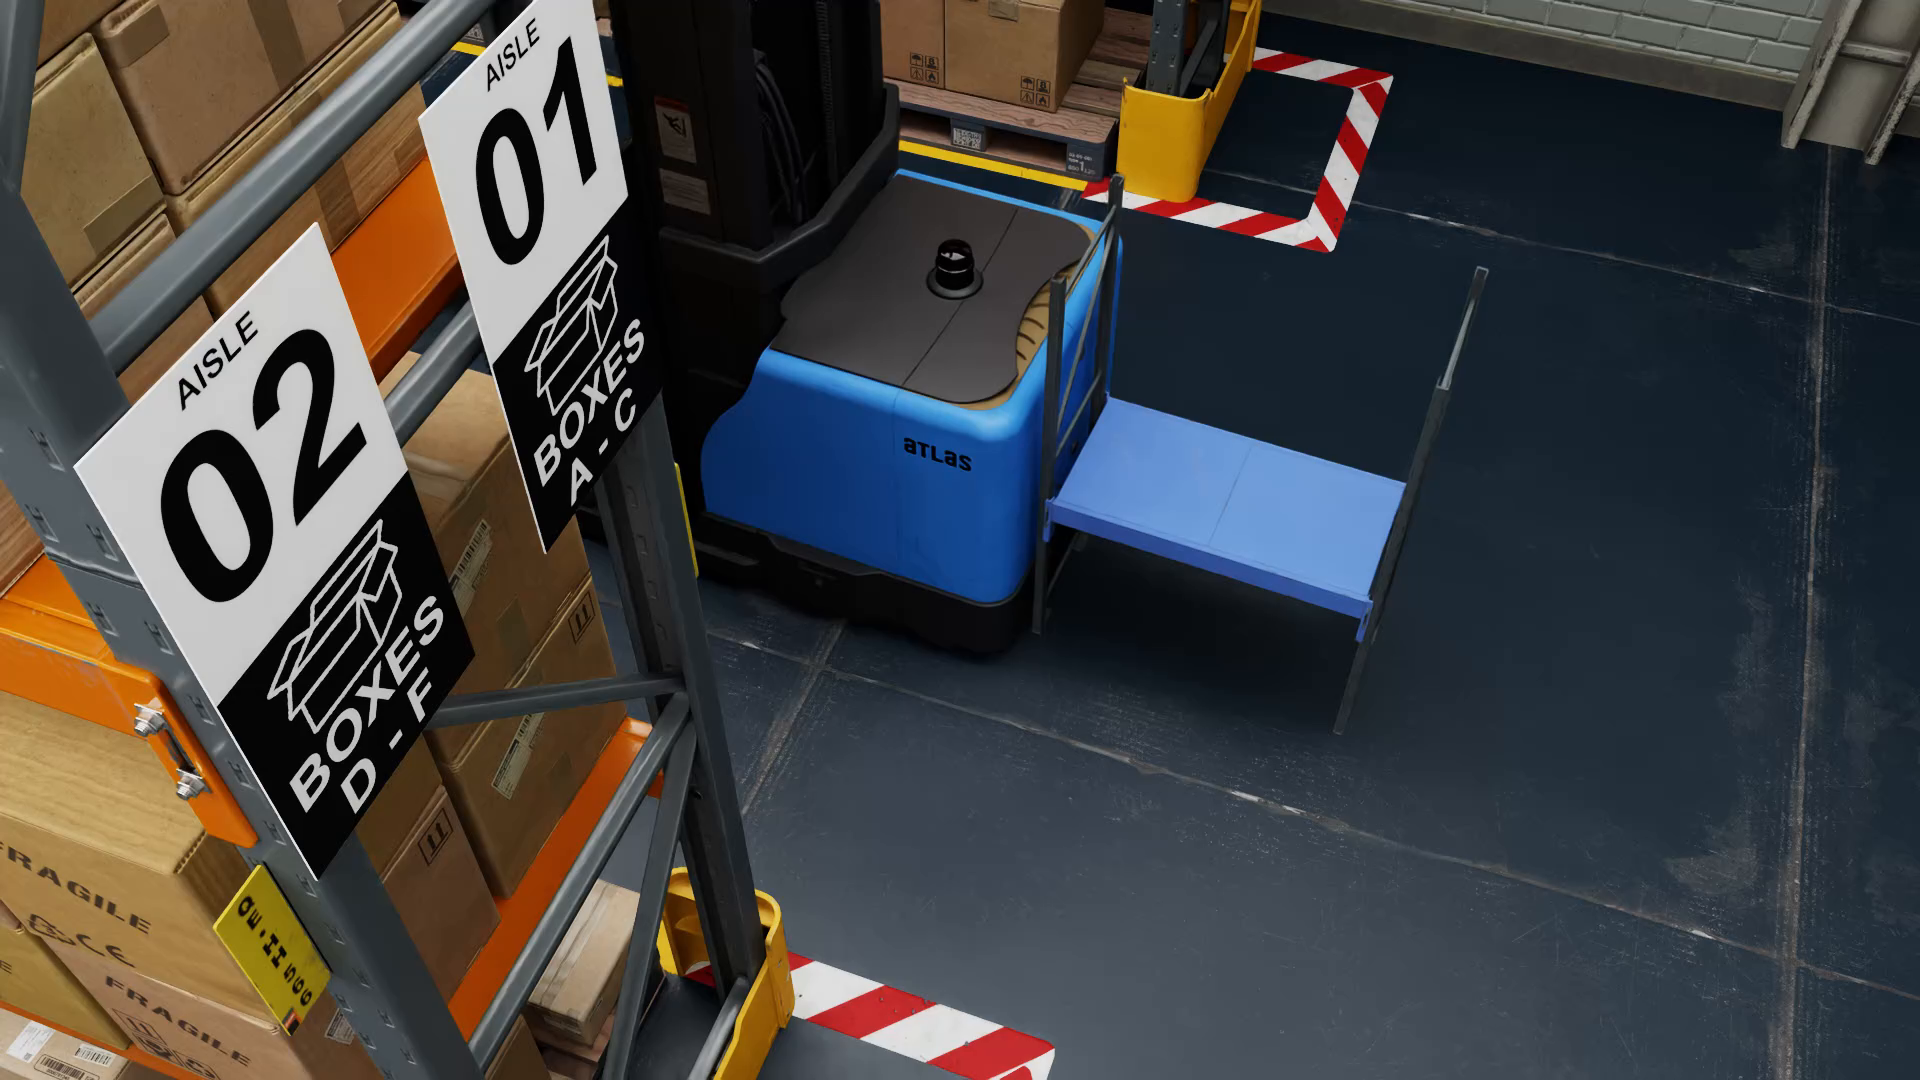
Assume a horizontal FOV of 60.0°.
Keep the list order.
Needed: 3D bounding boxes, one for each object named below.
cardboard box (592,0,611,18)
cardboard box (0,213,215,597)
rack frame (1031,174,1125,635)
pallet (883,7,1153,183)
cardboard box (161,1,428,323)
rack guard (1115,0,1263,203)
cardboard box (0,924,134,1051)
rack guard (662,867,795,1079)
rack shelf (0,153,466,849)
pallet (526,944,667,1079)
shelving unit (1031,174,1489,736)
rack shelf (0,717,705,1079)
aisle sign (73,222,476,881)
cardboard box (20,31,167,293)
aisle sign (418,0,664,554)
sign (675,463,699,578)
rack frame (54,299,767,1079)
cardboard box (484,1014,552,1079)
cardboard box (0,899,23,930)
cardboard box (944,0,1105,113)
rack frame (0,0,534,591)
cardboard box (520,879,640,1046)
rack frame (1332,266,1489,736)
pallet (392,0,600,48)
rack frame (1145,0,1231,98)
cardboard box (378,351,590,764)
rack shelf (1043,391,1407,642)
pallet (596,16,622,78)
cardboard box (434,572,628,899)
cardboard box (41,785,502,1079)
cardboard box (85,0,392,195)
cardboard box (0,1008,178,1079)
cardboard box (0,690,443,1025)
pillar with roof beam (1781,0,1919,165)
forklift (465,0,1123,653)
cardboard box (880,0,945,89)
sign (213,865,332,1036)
[{"bbox_3d":[-1.636,-2.811,7.578,0.500,0.500,0.700,15,51,13],"label":"cardboard box"},{"bbox_3d":[-1.306,-0.216,2.066,0.500,0.250,0.500,16,51,13],"label":"cardboard box"},{"bbox_3d":[0.348,-0.357,5.067,0.032,1.500,0.500,18,51,15],"label":"rack frame"},{"bbox_3d":[0.203,-2.088,7.420,1.213,0.211,1.003,16,51,13],"label":"pallet"},{"bbox_3d":[-1.127,-0.583,2.384,0.500,0.250,0.500,16,51,13],"label":"cardboard box"},{"bbox_3d":[1.003,-2.022,7.172,0.348,0.500,1.175,16,51,13],"label":"rack guard"},{"bbox_3d":[-1.735,0.575,3.201,0.500,0.500,0.500,16,51,13],"label":"cardboard box"},{"bbox_3d":[-0.804,1.464,4.150,0.348,0.500,1.175,16,51,13],"label":"rack guard"},{"bbox_3d":[-2.609,-0.605,2.781,4.000,0.370,1.077,16,51,13],"label":"rack shelf"},{"bbox_3d":[-1.552,1.351,4.440,1.213,0.211,1.003,16,51,13],"label":"pallet"},{"bbox_3d":[0.816,-0.206,4.936,1.048,1.500,0.538,18,51,15],"label":"shelving unit"},{"bbox_3d":[-2.609,0.377,3.914,4.000,0.370,1.077,16,51,13],"label":"rack shelf"},{"bbox_3d":[-0.775,0.049,2.002,0.004,0.787,0.394,16,51,13],"label":"aisle sign"},{"bbox_3d":[-1.303,-0.385,1.883,0.500,0.250,0.500,16,51,13],"label":"cardboard box"},{"bbox_3d":[-0.567,-0.376,2.371,0.004,0.787,0.394,16,51,13],"label":"aisle sign"},{"bbox_3d":[-0.545,-0.003,3.195,0.005,0.325,0.100,16,51,13],"label":"sign"},{"bbox_3d":[-0.733,0.665,3.188,0.127,3.000,1.000,16,51,13],"label":"rack frame"},{"bbox_3d":[-1.328,1.372,3.939,0.500,0.500,0.500,16,51,13],"label":"cardboard box"},{"bbox_3d":[-1.720,0.252,2.819,0.500,0.500,0.500,17,51,14],"label":"cardboard box"},{"bbox_3d":[0.289,-2.278,7.116,0.500,0.500,0.700,16,51,13],"label":"cardboard box"},{"bbox_3d":[-0.733,-1.299,0.921,0.127,3.000,1.000,16,51,13],"label":"rack frame"},{"bbox_3d":[-1.006,1.102,4.406,0.250,0.149,0.380,16,51,13],"label":"cardboard box"},{"bbox_3d":[1.283,-0.054,4.804,0.032,1.500,0.500,18,51,15],"label":"rack frame"},{"bbox_3d":[-2.086,-2.727,7.973,1.213,0.211,1.003,16,51,13],"label":"pallet"},{"bbox_3d":[0.980,-2.847,6.233,0.127,3.000,1.000,16,51,13],"label":"rack frame"},{"bbox_3d":[-1.058,0.002,3.035,0.500,0.500,0.500,17,51,14],"label":"cardboard box"},{"bbox_3d":[0.816,-0.088,5.072,1.000,0.185,0.538,18,51,15],"label":"rack shelf"},{"bbox_3d":[-0.937,-2.408,7.698,1.213,0.211,1.003,16,51,13],"label":"pallet"},{"bbox_3d":[-1.058,0.330,3.413,0.500,0.500,0.500,17,51,14],"label":"cardboard box"},{"bbox_3d":[-1.247,0.708,3.085,0.500,0.500,0.500,17,51,14],"label":"cardboard box"},{"bbox_3d":[-1.124,-0.751,2.199,0.500,0.250,0.500,16,51,13],"label":"cardboard box"},{"bbox_3d":[-2.209,1.184,4.267,0.500,0.250,0.500,16,51,13],"label":"cardboard box"},{"bbox_3d":[-1.246,0.384,2.705,0.500,0.500,0.500,15,51,13],"label":"cardboard box"},{"bbox_3d":[2.321,-1.666,1.239,0.400,9.000,9.100,16,51,13],"label":"pillar with roof beam"},{"bbox_3d":[-1.041,-1.340,4.972,3.031,2.935,1.130,18,51,15],"label":"forklift"},{"bbox_3d":[-0.180,-2.409,7.229,0.500,0.500,0.700,15,51,13],"label":"cardboard box"},{"bbox_3d":[-0.944,0.571,2.295,0.005,0.325,0.100,16,51,13],"label":"sign"}]
